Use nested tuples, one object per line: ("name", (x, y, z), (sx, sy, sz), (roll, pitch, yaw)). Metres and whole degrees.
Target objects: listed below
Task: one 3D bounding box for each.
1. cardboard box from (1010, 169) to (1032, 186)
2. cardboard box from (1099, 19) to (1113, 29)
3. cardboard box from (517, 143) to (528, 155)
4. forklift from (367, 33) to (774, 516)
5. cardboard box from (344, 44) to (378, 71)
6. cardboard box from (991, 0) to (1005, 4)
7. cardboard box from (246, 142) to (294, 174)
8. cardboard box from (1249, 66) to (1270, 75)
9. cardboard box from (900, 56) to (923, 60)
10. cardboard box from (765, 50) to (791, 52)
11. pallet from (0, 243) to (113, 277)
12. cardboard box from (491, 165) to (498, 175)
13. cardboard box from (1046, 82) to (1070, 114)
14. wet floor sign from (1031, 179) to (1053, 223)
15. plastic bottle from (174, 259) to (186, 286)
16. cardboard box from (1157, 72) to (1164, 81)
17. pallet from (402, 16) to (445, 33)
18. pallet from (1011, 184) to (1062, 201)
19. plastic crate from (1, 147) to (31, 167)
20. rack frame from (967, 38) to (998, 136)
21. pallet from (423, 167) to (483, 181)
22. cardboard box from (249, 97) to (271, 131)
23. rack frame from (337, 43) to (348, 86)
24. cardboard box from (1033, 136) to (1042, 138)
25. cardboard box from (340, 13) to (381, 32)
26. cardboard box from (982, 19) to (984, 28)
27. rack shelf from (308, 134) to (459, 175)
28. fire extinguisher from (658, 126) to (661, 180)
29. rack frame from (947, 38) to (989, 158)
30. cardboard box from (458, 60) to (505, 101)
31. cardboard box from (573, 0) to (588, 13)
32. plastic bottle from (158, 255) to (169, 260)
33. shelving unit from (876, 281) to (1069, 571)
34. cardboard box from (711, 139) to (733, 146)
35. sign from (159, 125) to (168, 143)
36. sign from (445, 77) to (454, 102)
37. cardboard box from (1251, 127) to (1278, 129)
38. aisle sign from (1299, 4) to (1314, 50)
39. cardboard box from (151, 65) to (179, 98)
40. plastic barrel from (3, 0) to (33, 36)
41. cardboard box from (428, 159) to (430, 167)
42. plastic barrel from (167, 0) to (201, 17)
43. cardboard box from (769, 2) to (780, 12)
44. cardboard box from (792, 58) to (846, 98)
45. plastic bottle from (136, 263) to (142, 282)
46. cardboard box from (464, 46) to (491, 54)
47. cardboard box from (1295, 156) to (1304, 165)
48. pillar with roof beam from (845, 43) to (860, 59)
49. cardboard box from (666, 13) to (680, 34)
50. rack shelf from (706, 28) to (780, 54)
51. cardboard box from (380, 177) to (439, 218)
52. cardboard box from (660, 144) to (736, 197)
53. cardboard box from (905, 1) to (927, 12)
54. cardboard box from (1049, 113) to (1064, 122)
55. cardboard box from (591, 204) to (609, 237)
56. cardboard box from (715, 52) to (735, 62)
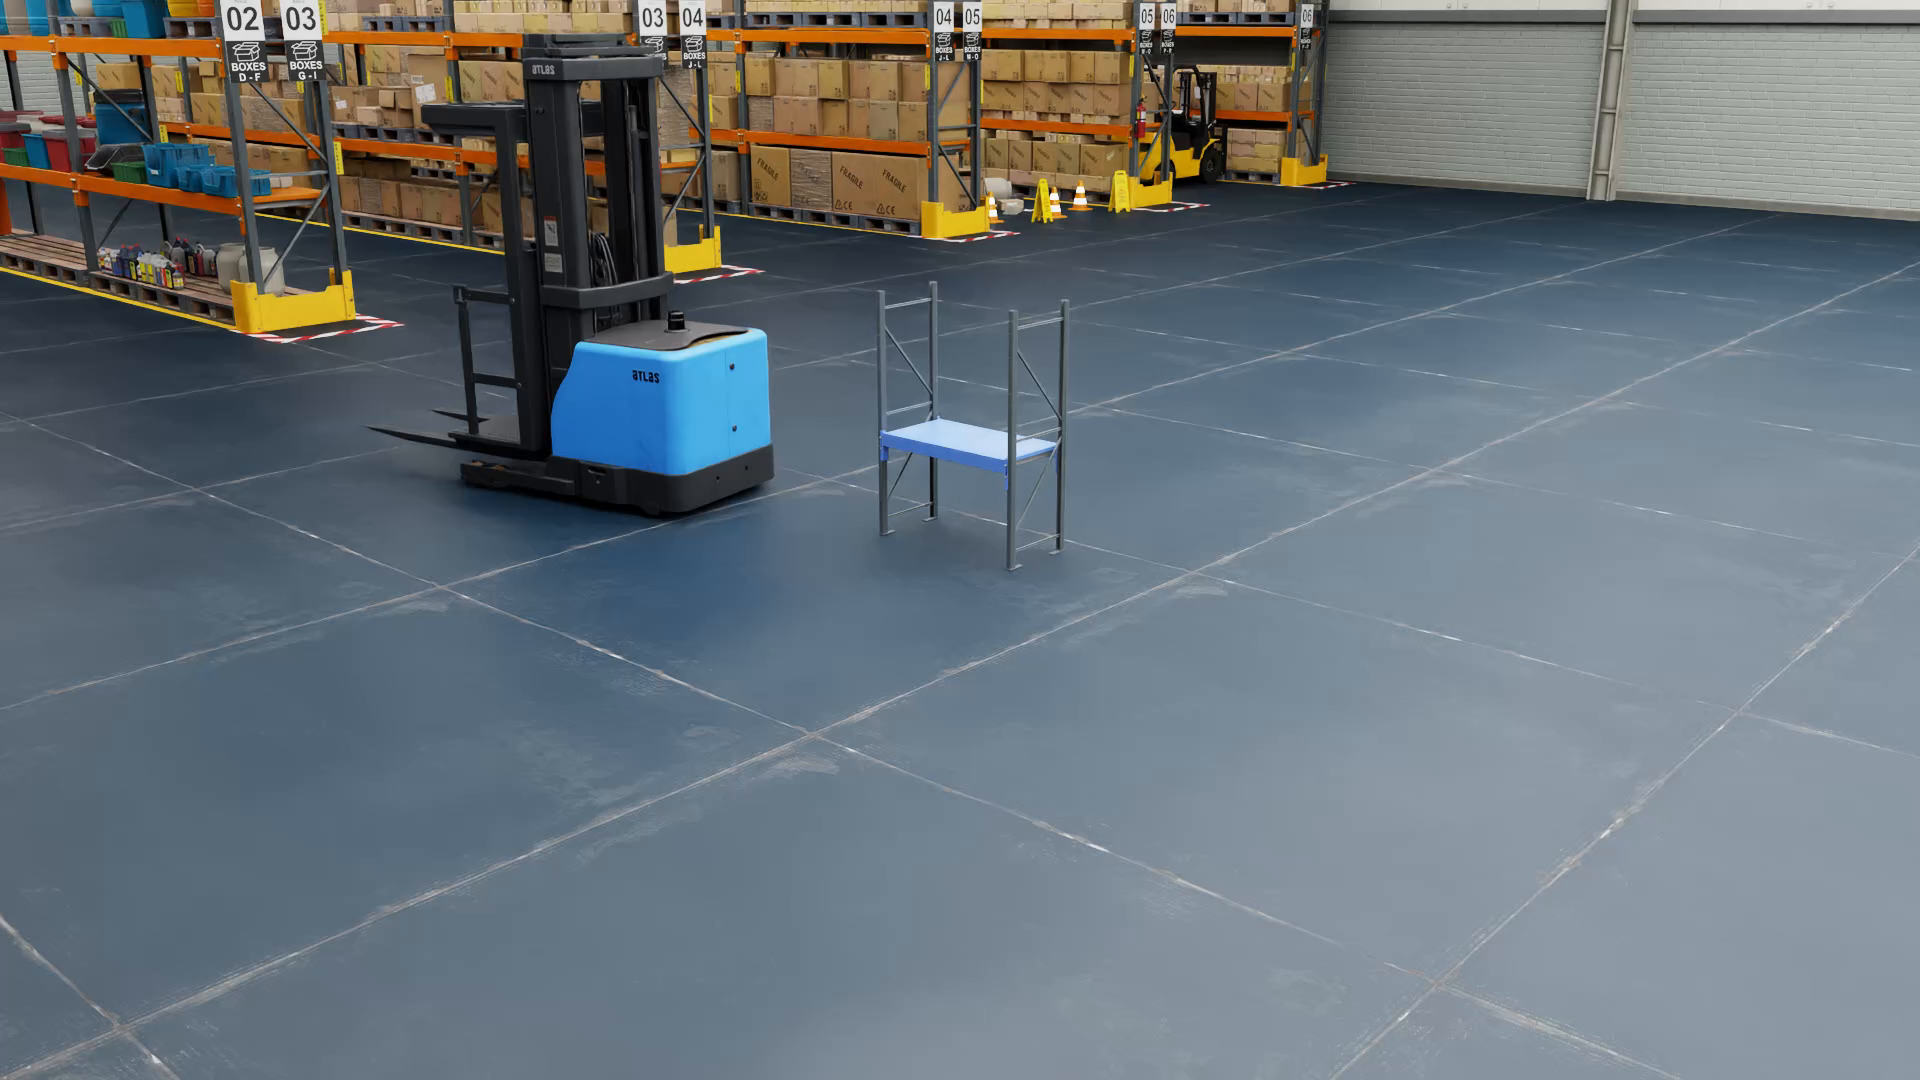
("cardboard box", (1.210, -6.312, 28.895), (0.500, 0.250, 0.500), (15, 23, 39))
("cardboard box", (2.474, -8.371, 26.985), (0.250, 0.149, 0.380), (15, 23, 40))
("cardboard box", (-5.523, -5.094, 21.621), (0.250, 0.149, 0.380), (15, 23, 39))
("forklift", (-2.786, -1.856, 11.114), (3.031, 2.935, 1.130), (10, 20, 29))
("cardboard box", (-11.883, -9.598, 33.086), (0.500, 0.500, 0.500), (15, 23, 39))
("cardboard box", (0.745, -9.206, 28.301), (0.250, 0.149, 0.380), (15, 23, 39))
("cardboard box", (-10.591, -5.885, 26.516), (0.875, 0.875, 1.225), (15, 23, 39))
("cardboard box", (5.599, -8.745, 30.980), (0.250, 0.149, 0.380), (16, 23, 40))
("cardboard box", (-0.877, -8.689, 30.107), (0.250, 0.149, 0.380), (14, 22, 38))
("cardboard box", (-4.258, -11.321, 39.341), (0.500, 0.500, 0.500), (16, 23, 41))
("pallet", (-11.253, -3.515, 20.838), (1.213, 0.211, 1.003), (15, 23, 39))
("cardboard box", (-8.278, -6.974, 30.564), (0.500, 0.500, 0.500), (16, 24, 42))
("cardboard box", (1.802, -7.449, 27.967), (0.500, 0.500, 0.500), (15, 23, 39))
("wet floor sign", (1.260, -5.190, 25.397), (0.232, 0.644, 0.267), (11, 20, 30))
("plastic bottle", (-8.496, -2.913, 18.094), (0.133, 0.283, 0.061), (15, 23, 39))
("cardboard box", (4.041, -9.006, 32.293), (0.250, 0.149, 0.380), (16, 23, 40))
("pallet", (-6.827, -7.059, 22.748), (1.003, 0.211, 1.213), (15, 23, 39))
("pallet", (1.585, -6.112, 29.022), (1.213, 0.211, 1.003), (15, 23, 39))
("plastic crate", (-11.213, -4.635, 20.108), (0.662, 0.188, 0.450), (15, 23, 39))
("rack frame", (0.443, -9.740, 35.843), (0.127, 3.000, 1.000), (15, 23, 39))
("pallet", (-9.577, -7.077, 32.061), (1.213, 0.211, 1.003), (15, 23, 39))
("cardboard box", (-10.720, -6.670, 26.003), (0.500, 0.500, 0.500), (14, 22, 38))
("rack frame", (-12.043, -9.082, 33.771), (0.127, 3.000, 1.000), (15, 23, 39))
("cardboard box", (1.145, -6.900, 29.507), (0.500, 0.500, 0.500), (16, 23, 40))
("cardboard box", (-8.470, -7.376, 23.684), (0.500, 0.250, 0.500), (16, 23, 40))
("cardboard box", (0.370, -8.939, 28.776), (0.250, 0.149, 0.380), (15, 23, 39))
("rack shelf", (-7.931, -5.630, 24.081), (4.000, 0.370, 1.077), (15, 23, 39))
("fire extinguisher", (-3.664, -4.604, 19.787), (0.183, 0.674, 0.296), (15, 23, 39))
("rack frame", (0.142, -7.813, 29.771), (0.127, 3.000, 1.000), (15, 23, 39))
("cardboard box", (-6.268, -6.089, 22.029), (0.500, 0.500, 0.500), (15, 23, 39))
("cardboard box", (-4.456, -6.455, 20.123), (0.250, 0.149, 0.380), (15, 23, 40))
("plastic bottle", (-8.856, -3.021, 18.448), (0.135, 0.276, 0.152), (15, 23, 39))
("shelving unit", (0.064, -0.698, 9.831), (1.048, 1.500, 0.538), (15, 23, 39))
("cardboard box", (-4.644, -8.321, 34.189), (0.875, 0.875, 0.875), (16, 24, 41))
("sign", (-9.350, -4.704, 19.519), (0.005, 0.325, 0.100), (15, 23, 39))
("sign", (-6.801, -5.996, 22.133), (0.005, 0.325, 0.100), (15, 23, 39))
("cardboard box", (5.816, -7.739, 31.735), (0.500, 0.250, 0.500), (15, 23, 39))
("aisle sign", (6.280, -9.293, 30.137), (0.004, 0.787, 0.394), (15, 23, 39))
("cardboard box", (-13.312, -7.738, 28.052), (0.500, 0.500, 0.500), (15, 23, 40))
("plastic barrel", (-10.737, -6.303, 19.227), (0.600, 0.901, 0.600), (0, 18, 0))
("cardboard box", (-10.066, -7.312, 32.211), (0.250, 0.149, 0.380), (14, 23, 38))
("plastic barrel", (-7.668, -5.567, 16.730), (0.600, 0.588, 0.600), (0, 18, 0))
("cardboard box", (-2.640, -7.979, 24.890), (0.250, 0.149, 0.380), (15, 23, 39))
("cardboard box", (-2.013, -6.953, 25.030), (0.550, 0.550, 0.875), (15, 23, 39))
("plastic bottle", (-9.058, -2.970, 18.411), (0.097, 0.201, 0.097), (0, 18, 0))
("cardboard box", (-9.227, -9.091, 31.488), (0.500, 0.500, 0.500), (16, 23, 41))
("cardboard box", (6.189, -7.166, 31.584), (0.500, 0.250, 0.500), (15, 23, 39))
("pillar with roof beam", (-5.329, -12.772, 35.480), (0.400, 9.000, 9.100), (15, 23, 39))
("cardboard box", (-3.633, -6.281, 20.234), (0.500, 0.250, 0.500), (16, 24, 41))
("rack shelf", (-4.564, -8.161, 27.099), (4.000, 0.370, 1.077), (15, 23, 39))
("cardboard box", (-8.061, -5.041, 24.444), (0.700, 0.500, 0.500), (-16, 24, -41))
("cardboard box", (-4.311, -6.099, 27.397), (0.750, 0.750, 1.050), (15, 23, 39))
("cardboard box", (-0.550, -7.417, 23.122), (0.250, 0.149, 0.380), (15, 23, 39))
("cardboard box", (1.709, -7.158, 28.122), (0.250, 0.149, 0.380), (15, 23, 39))
("cardboard box", (-4.370, -4.018, 21.251), (0.500, 0.500, 0.500), (-11, 21, -31))
("cardboard box", (-4.540, -9.491, 33.239), (0.500, 0.500, 0.500), (15, 23, 38))
